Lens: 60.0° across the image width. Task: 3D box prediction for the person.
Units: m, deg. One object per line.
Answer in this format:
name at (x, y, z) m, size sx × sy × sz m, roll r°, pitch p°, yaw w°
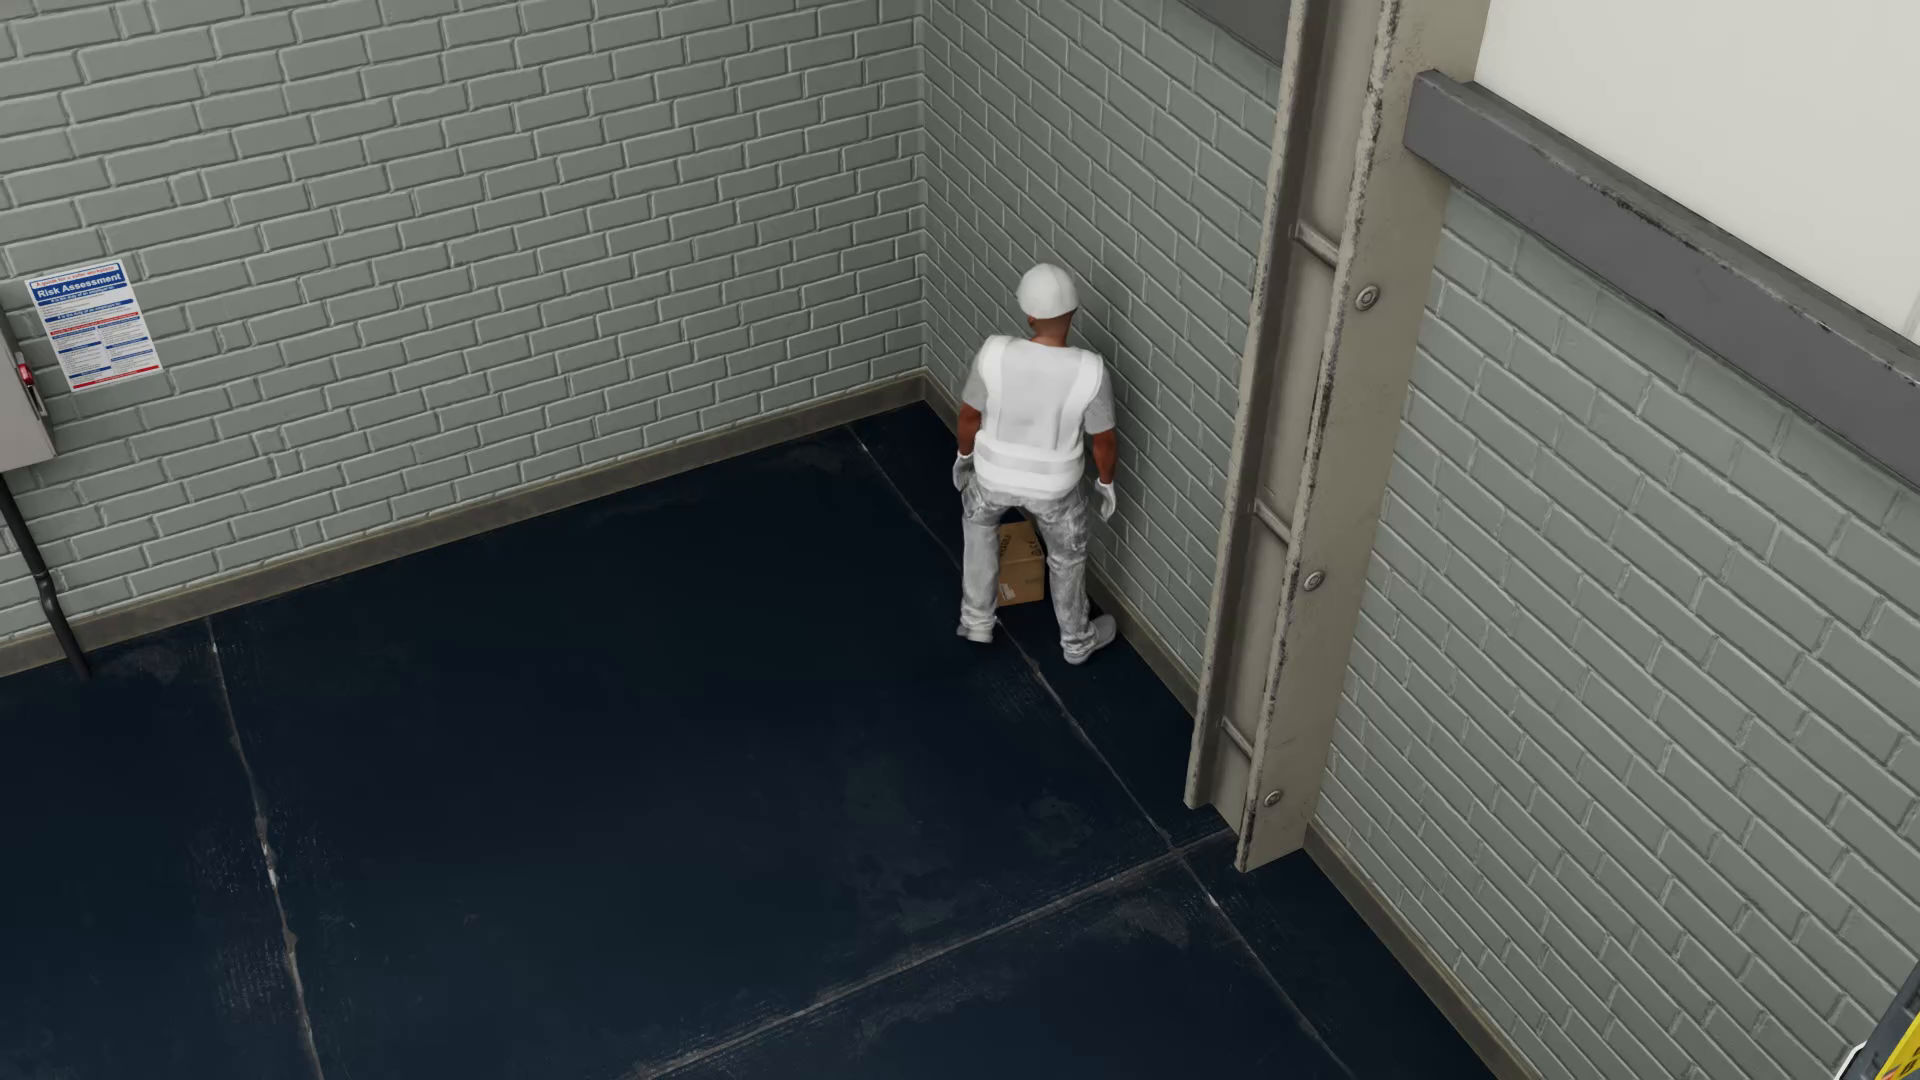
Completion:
person at (0.281, -0.220, 6.428) m, size 0.709 × 1.845 × 0.420 m, roll 6°, pitch 41°, yaw 6°
